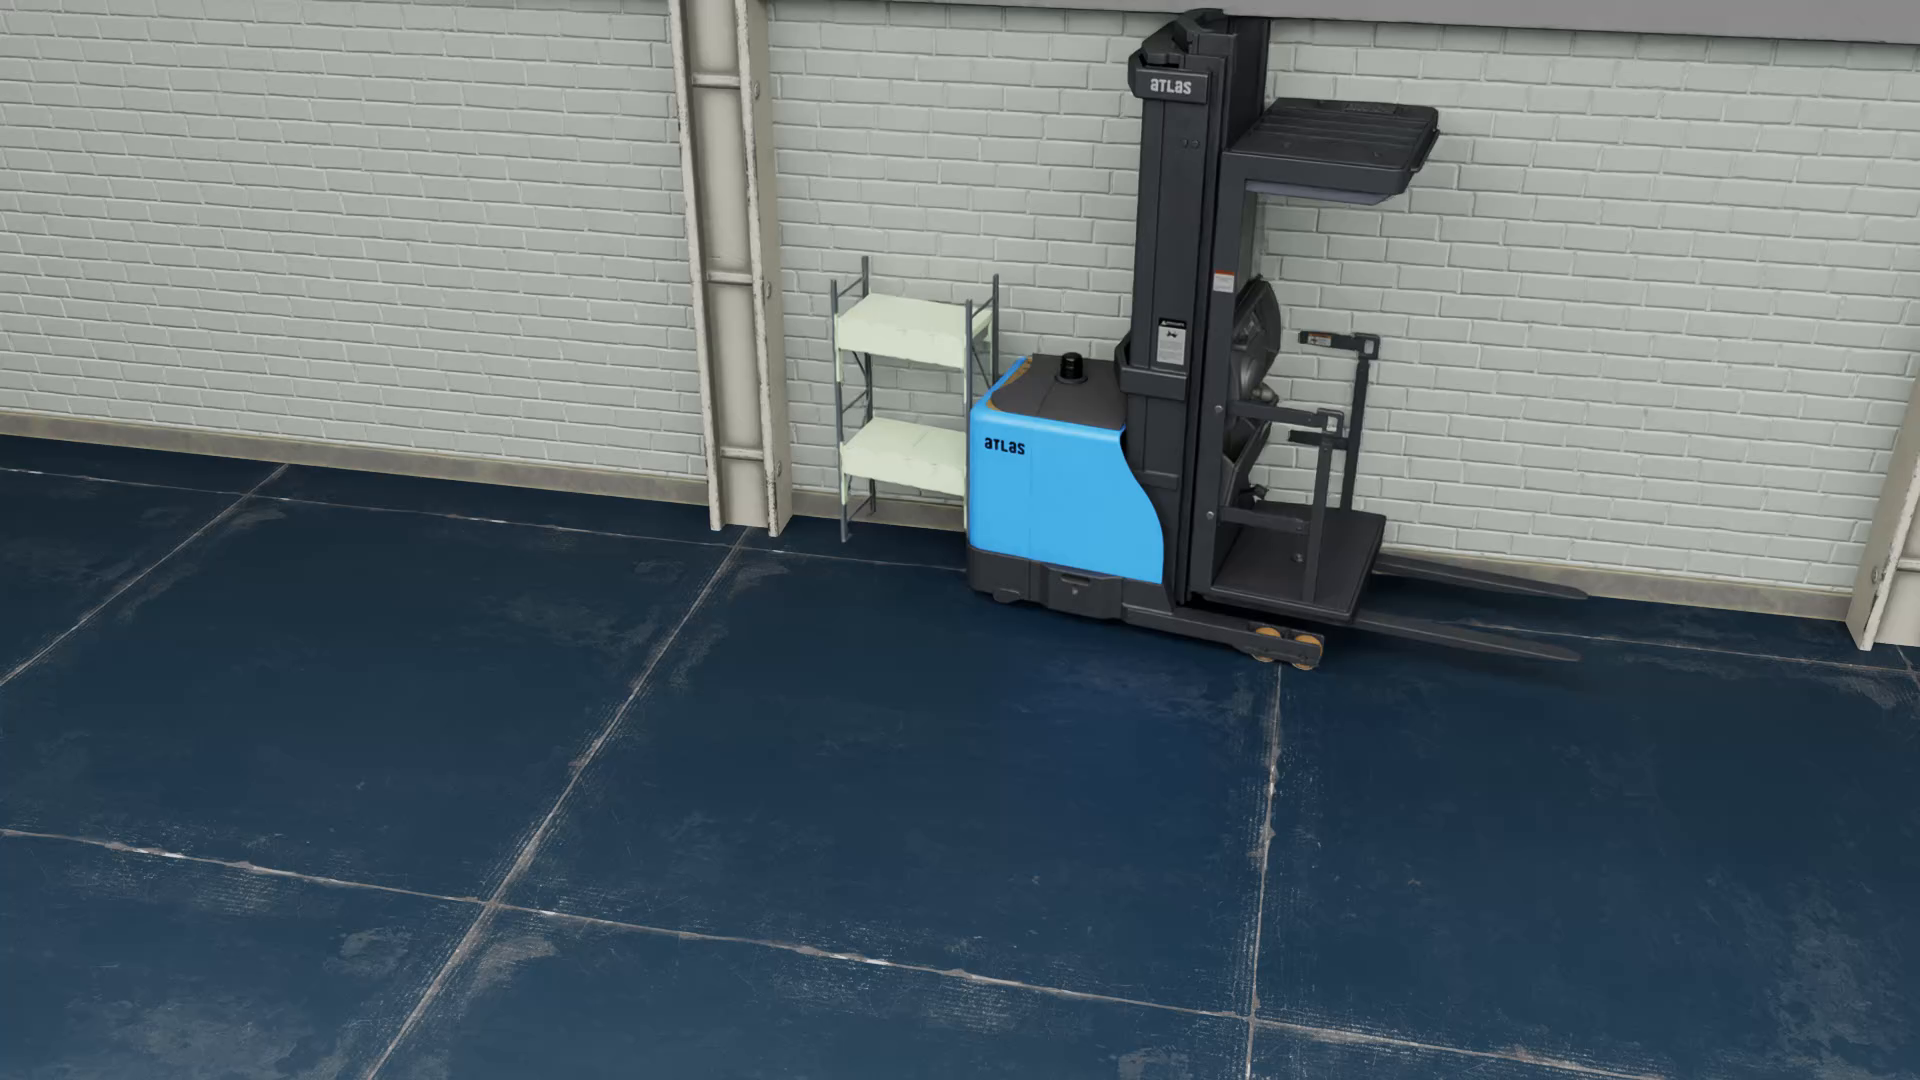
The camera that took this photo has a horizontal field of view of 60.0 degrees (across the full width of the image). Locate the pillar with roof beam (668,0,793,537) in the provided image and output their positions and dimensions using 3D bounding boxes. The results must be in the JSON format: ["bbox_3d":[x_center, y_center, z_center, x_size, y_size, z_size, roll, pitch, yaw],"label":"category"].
[{"bbox_3d":[-2.077,-2.036,3.598,0.400,9.000,9.100,6,29,11],"label":"pillar with roof beam"}]

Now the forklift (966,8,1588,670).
[{"bbox_3d":[1.603,-0.943,7.920,3.031,2.935,1.130,11,30,19],"label":"forklift"}]

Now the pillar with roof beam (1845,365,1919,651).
[{"bbox_3d":[3.791,-1.434,2.499,0.400,9.000,9.100,6,29,11],"label":"pillar with roof beam"}]

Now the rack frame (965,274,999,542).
[{"bbox_3d":[0.115,-0.597,8.595,0.023,1.500,0.400,11,31,20],"label":"rack frame"}]

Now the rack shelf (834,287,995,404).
[{"bbox_3d":[-0.225,-1.004,8.526,0.720,0.370,0.431,11,31,20],"label":"rack shelf"}]

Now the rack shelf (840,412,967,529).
[{"bbox_3d":[-0.222,-0.380,8.877,0.720,0.370,0.431,11,31,20],"label":"rack shelf"}]

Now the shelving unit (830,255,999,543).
[{"bbox_3d":[-0.223,-0.664,8.718,0.755,1.500,0.431,11,31,20],"label":"shelving unit"}]

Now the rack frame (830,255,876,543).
[{"bbox_3d":[-0.561,-0.732,8.840,0.023,1.500,0.400,11,31,20],"label":"rack frame"}]
